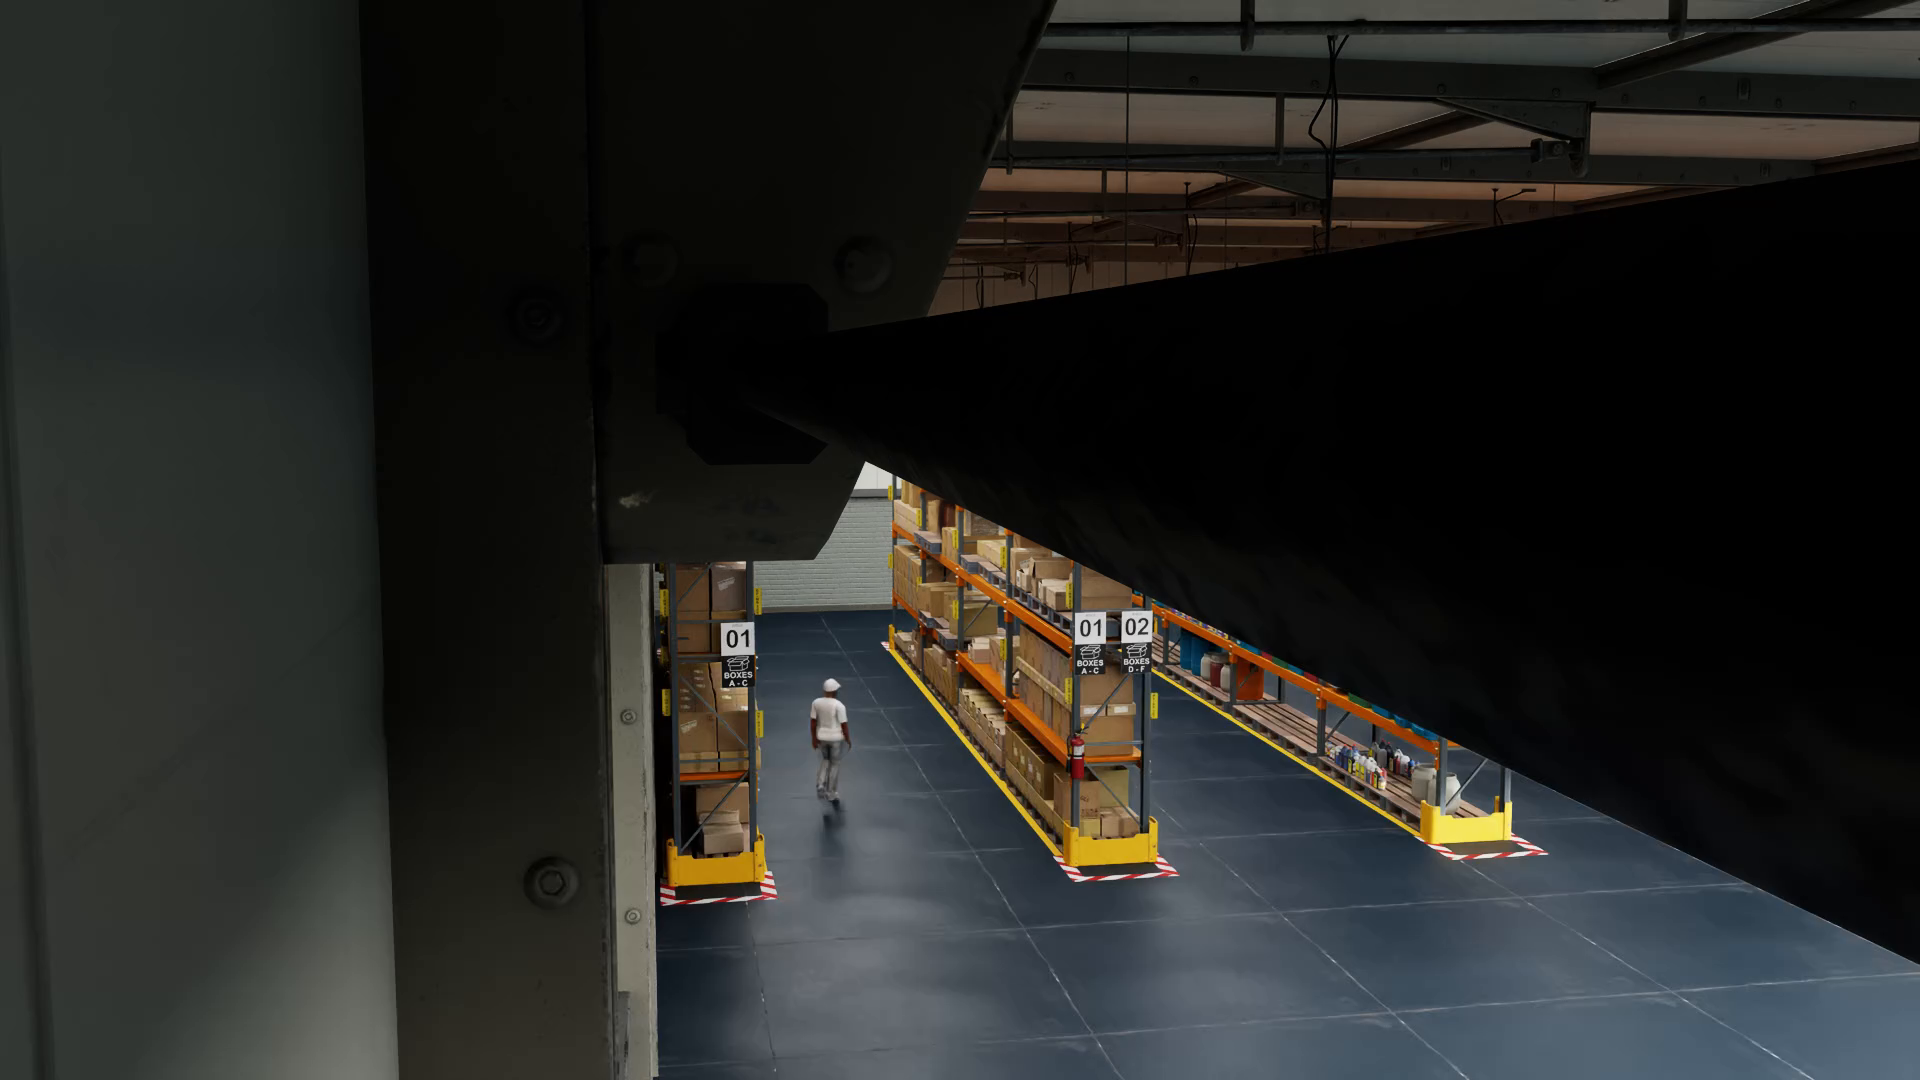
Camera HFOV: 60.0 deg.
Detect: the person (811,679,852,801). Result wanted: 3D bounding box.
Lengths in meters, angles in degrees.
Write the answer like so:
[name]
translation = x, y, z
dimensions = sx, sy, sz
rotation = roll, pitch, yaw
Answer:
[person]
translation = -1.841, 2.861, 23.912
dimensions = 0.588, 1.774, 0.436
rotation = 3, 7, 25
